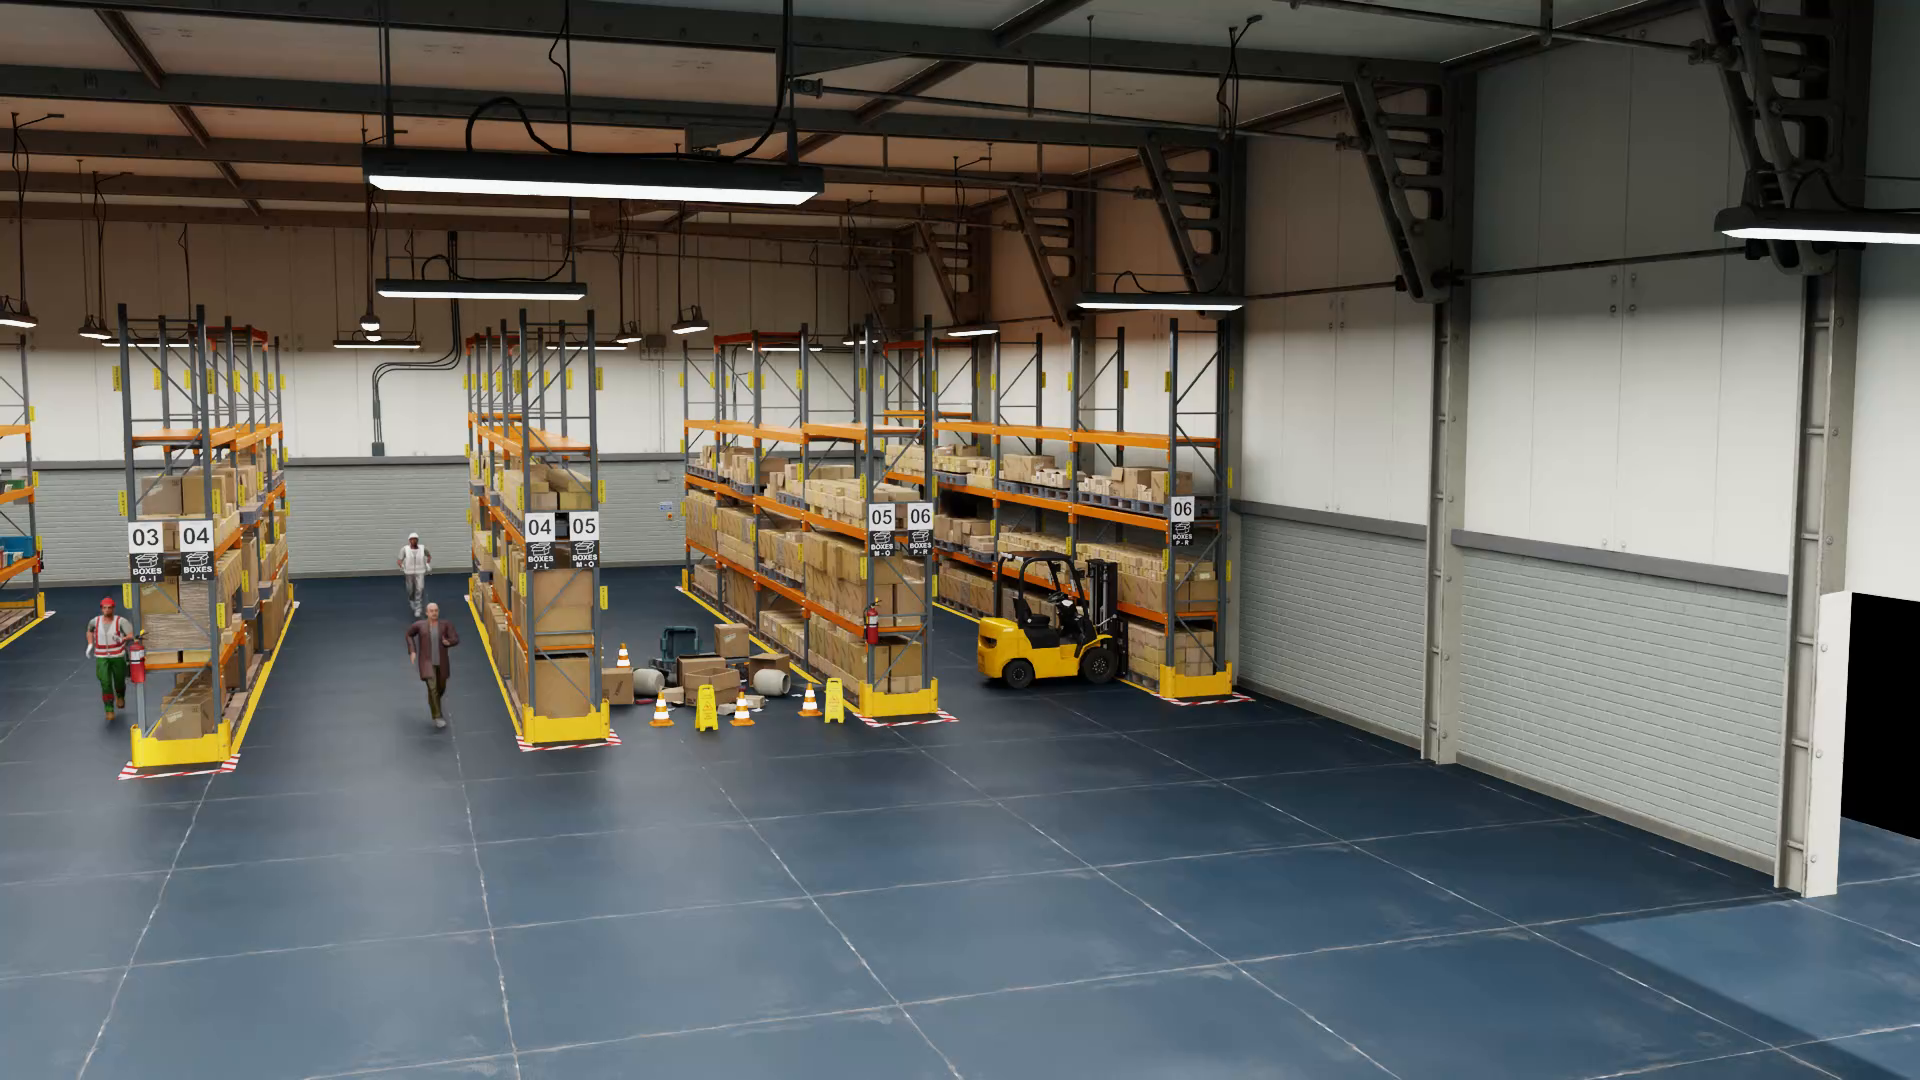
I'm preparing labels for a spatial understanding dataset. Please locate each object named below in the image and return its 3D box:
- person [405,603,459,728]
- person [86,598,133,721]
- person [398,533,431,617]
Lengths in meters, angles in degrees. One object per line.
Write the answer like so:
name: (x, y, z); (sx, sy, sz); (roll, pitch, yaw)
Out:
person: (-7.681, 1.788, 24.267); (0.704, 1.761, 1.049); (-3, 6, -31)
person: (-12.638, 1.735, 24.756); (0.662, 1.770, 0.993); (-2, 6, -21)
person: (-11.712, 0.730, 35.732); (0.695, 1.775, 0.944); (-2, 6, -19)
